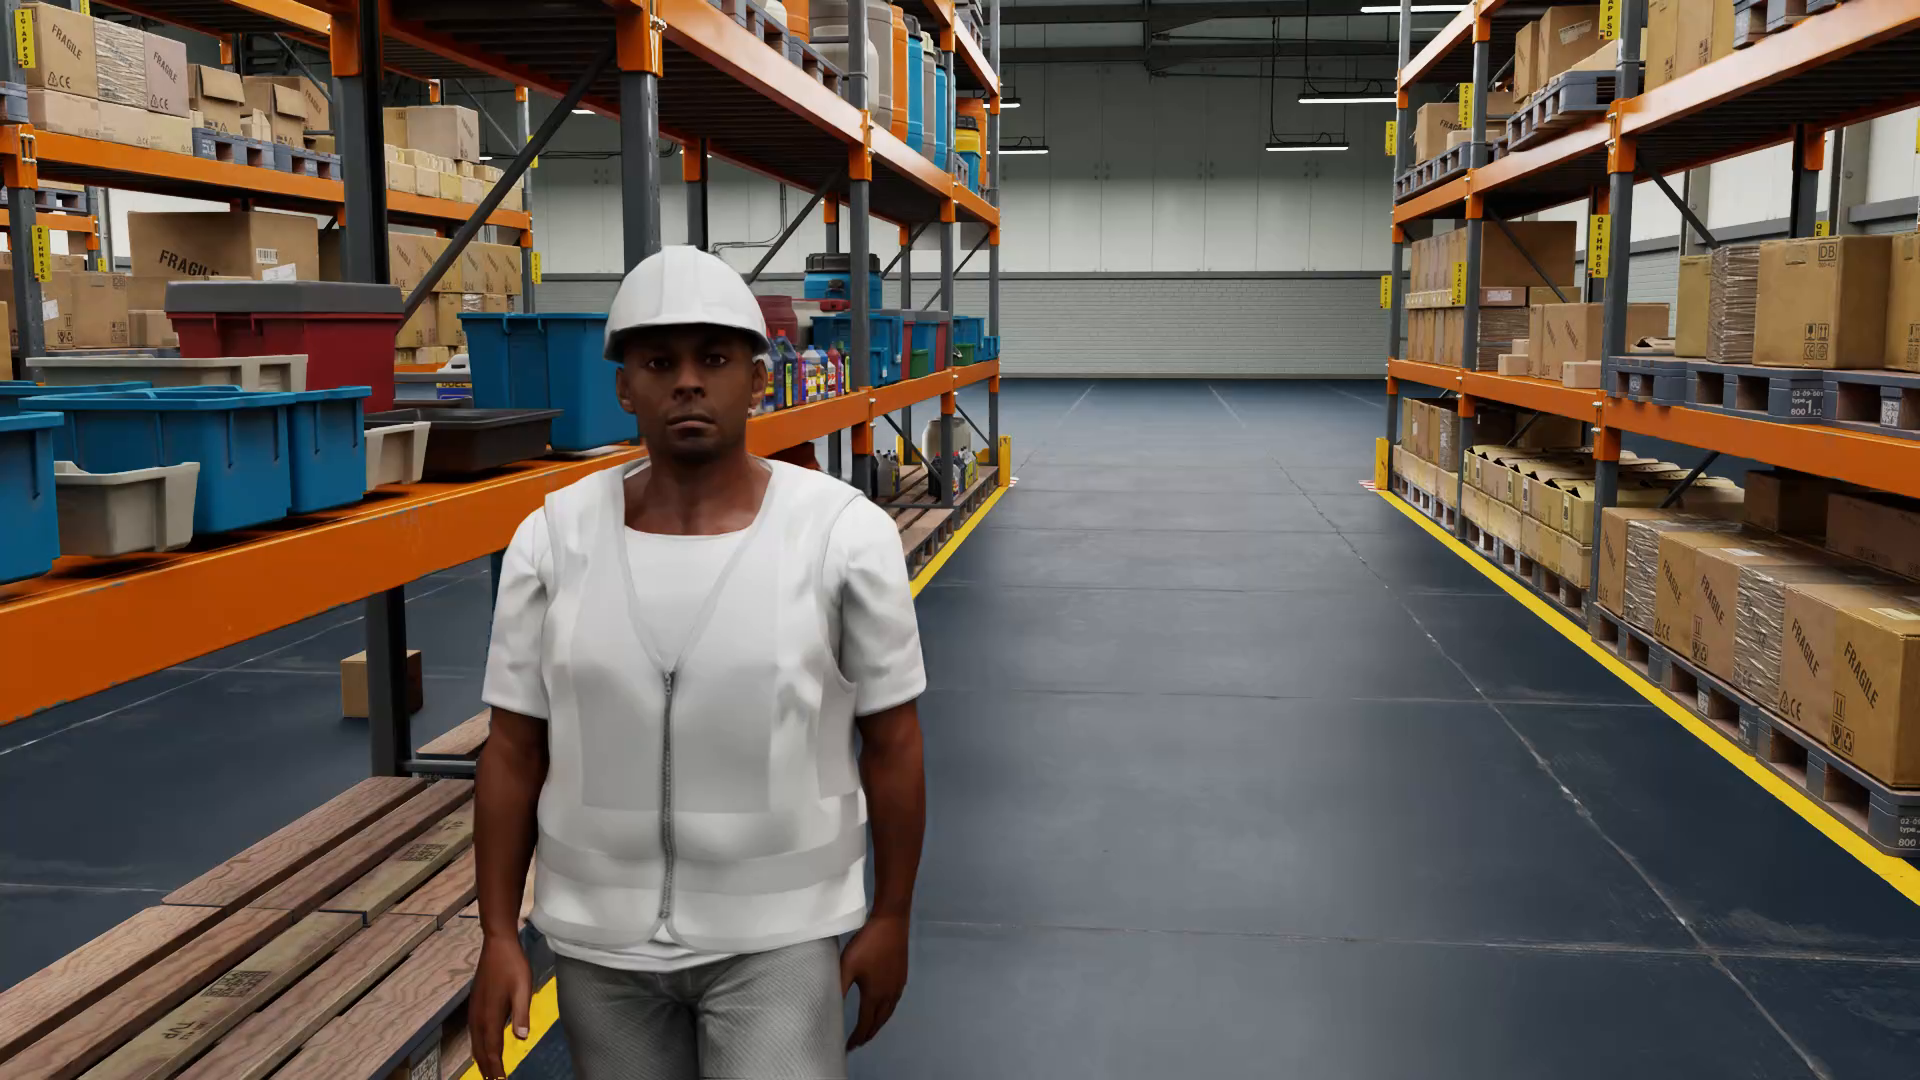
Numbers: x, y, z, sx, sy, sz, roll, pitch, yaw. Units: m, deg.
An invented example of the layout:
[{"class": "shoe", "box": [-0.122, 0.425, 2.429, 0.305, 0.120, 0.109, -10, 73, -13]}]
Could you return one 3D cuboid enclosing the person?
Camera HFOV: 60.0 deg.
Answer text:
[{"class": "person", "box": [-0.343, 0.535, 2.117, 0.566, 1.801, 0.471, 1, 8, 7]}]
